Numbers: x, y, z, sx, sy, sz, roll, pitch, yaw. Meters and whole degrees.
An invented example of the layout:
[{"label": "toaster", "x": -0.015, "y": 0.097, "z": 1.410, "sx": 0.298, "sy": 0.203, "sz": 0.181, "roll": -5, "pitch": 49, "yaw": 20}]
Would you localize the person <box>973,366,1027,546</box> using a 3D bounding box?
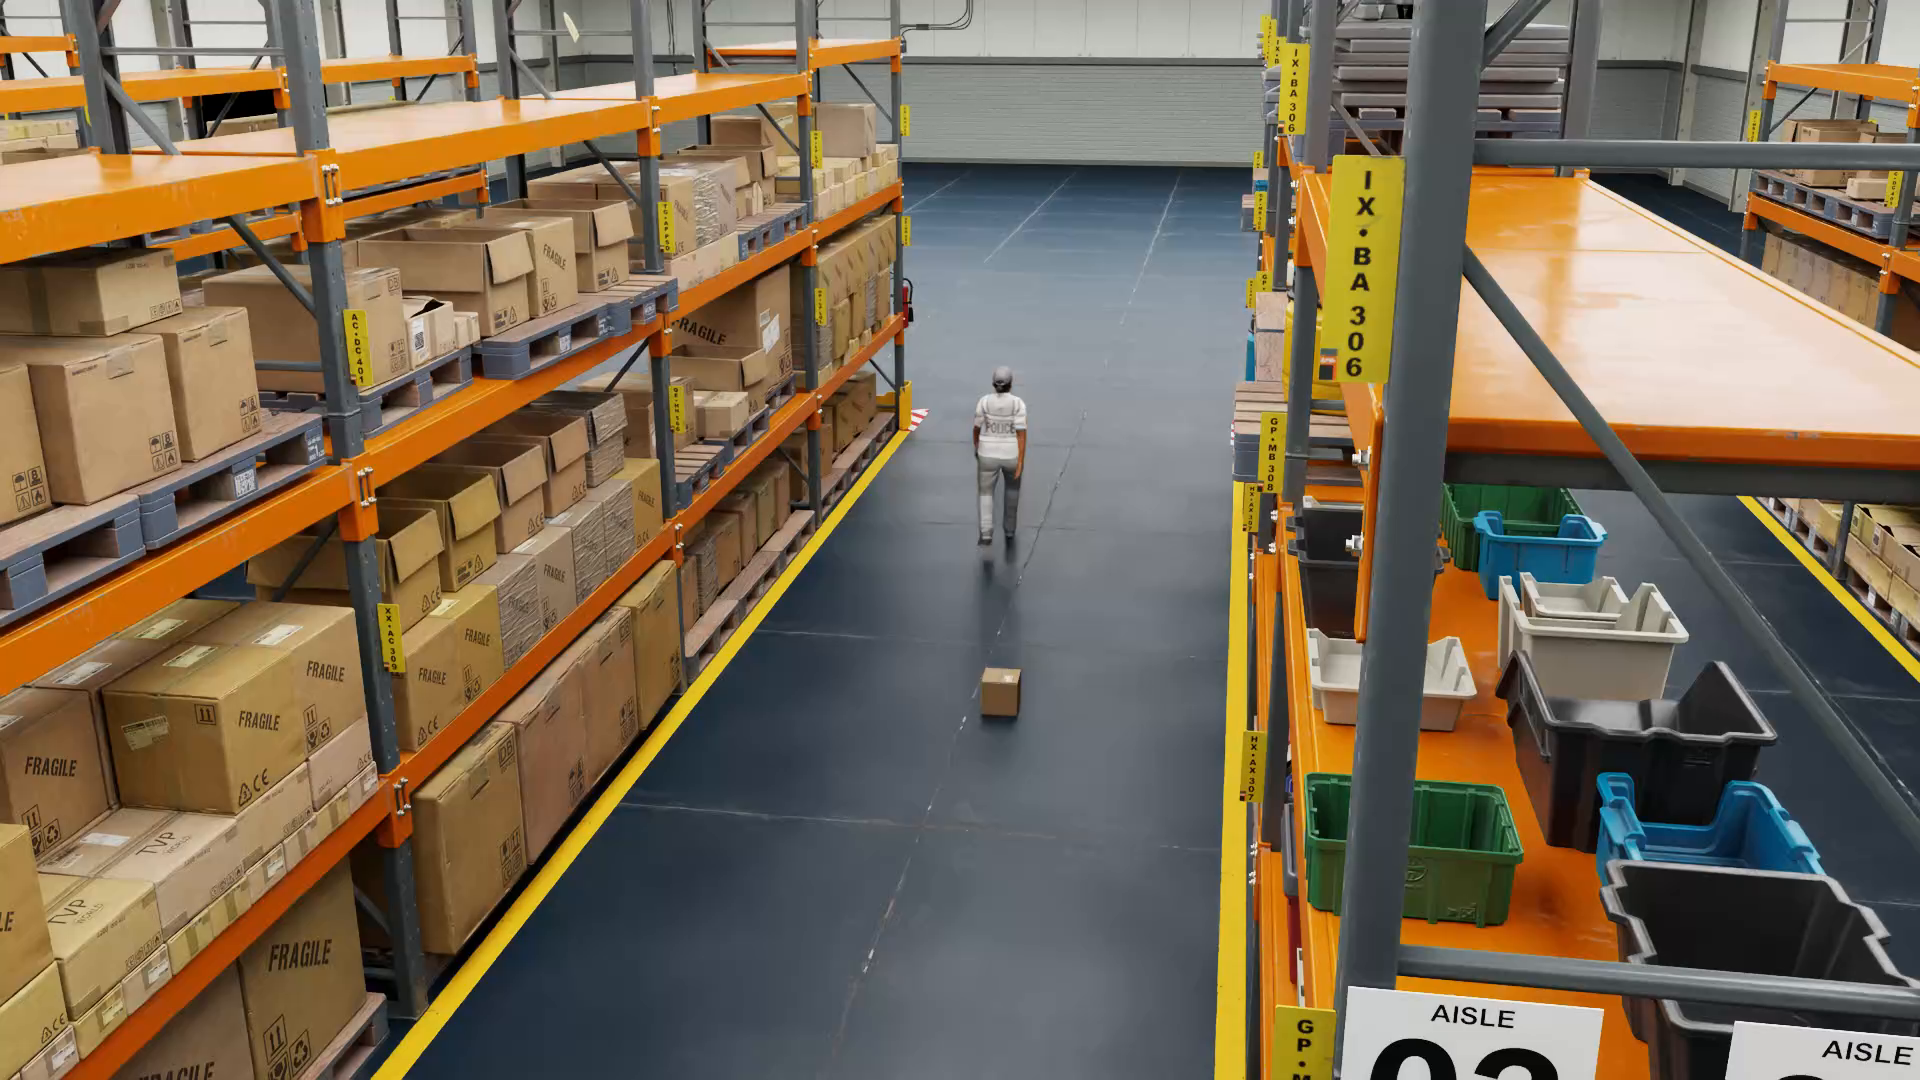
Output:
[{"label": "person", "x": 0.353, "y": -0.748, "z": 14.821, "sx": 0.480, "sy": 1.617, "sz": 0.931, "roll": 0, "pitch": 18, "yaw": 1}]
